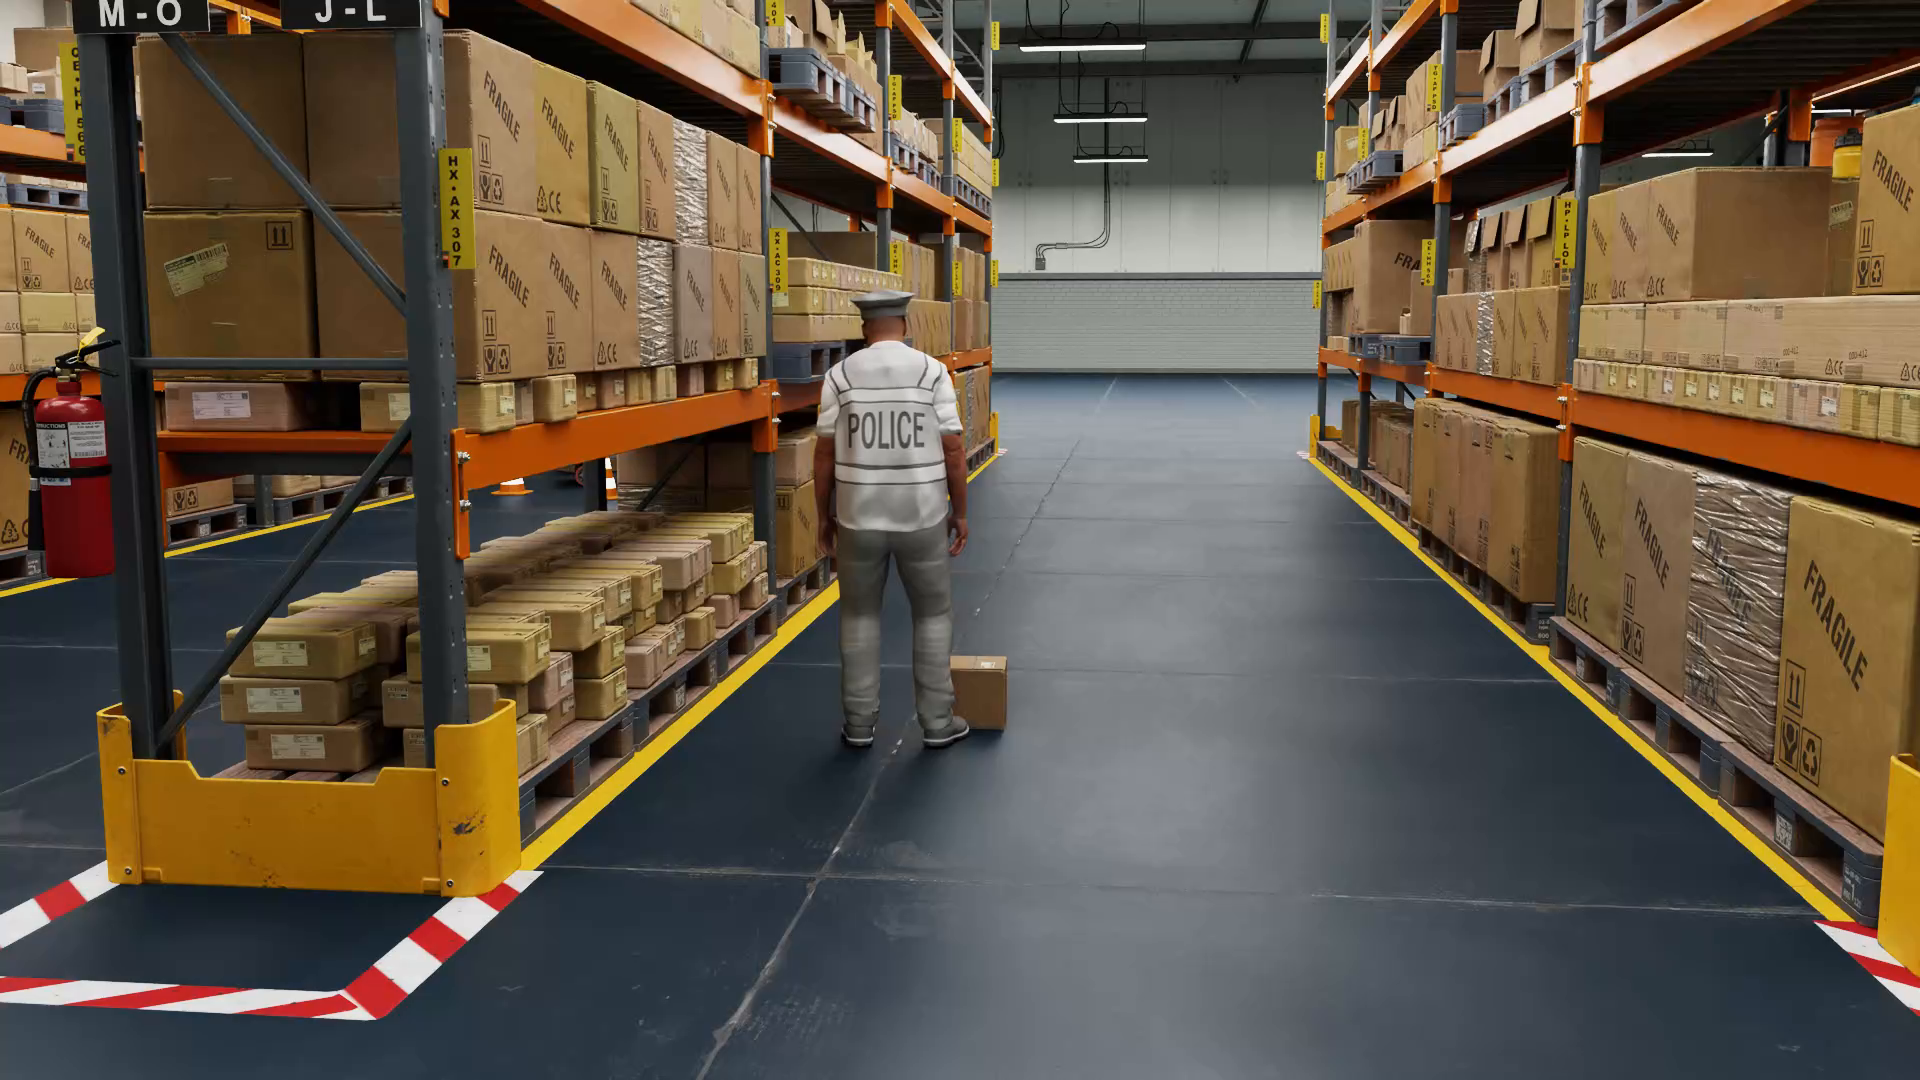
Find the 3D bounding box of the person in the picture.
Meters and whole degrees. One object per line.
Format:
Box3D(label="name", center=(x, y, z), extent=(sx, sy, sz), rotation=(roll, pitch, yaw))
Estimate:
Box3D(label="person", center=(-0.263, -0.079, 6.363), extent=(0.590, 1.746, 0.439), rotation=(0, 8, 2))
